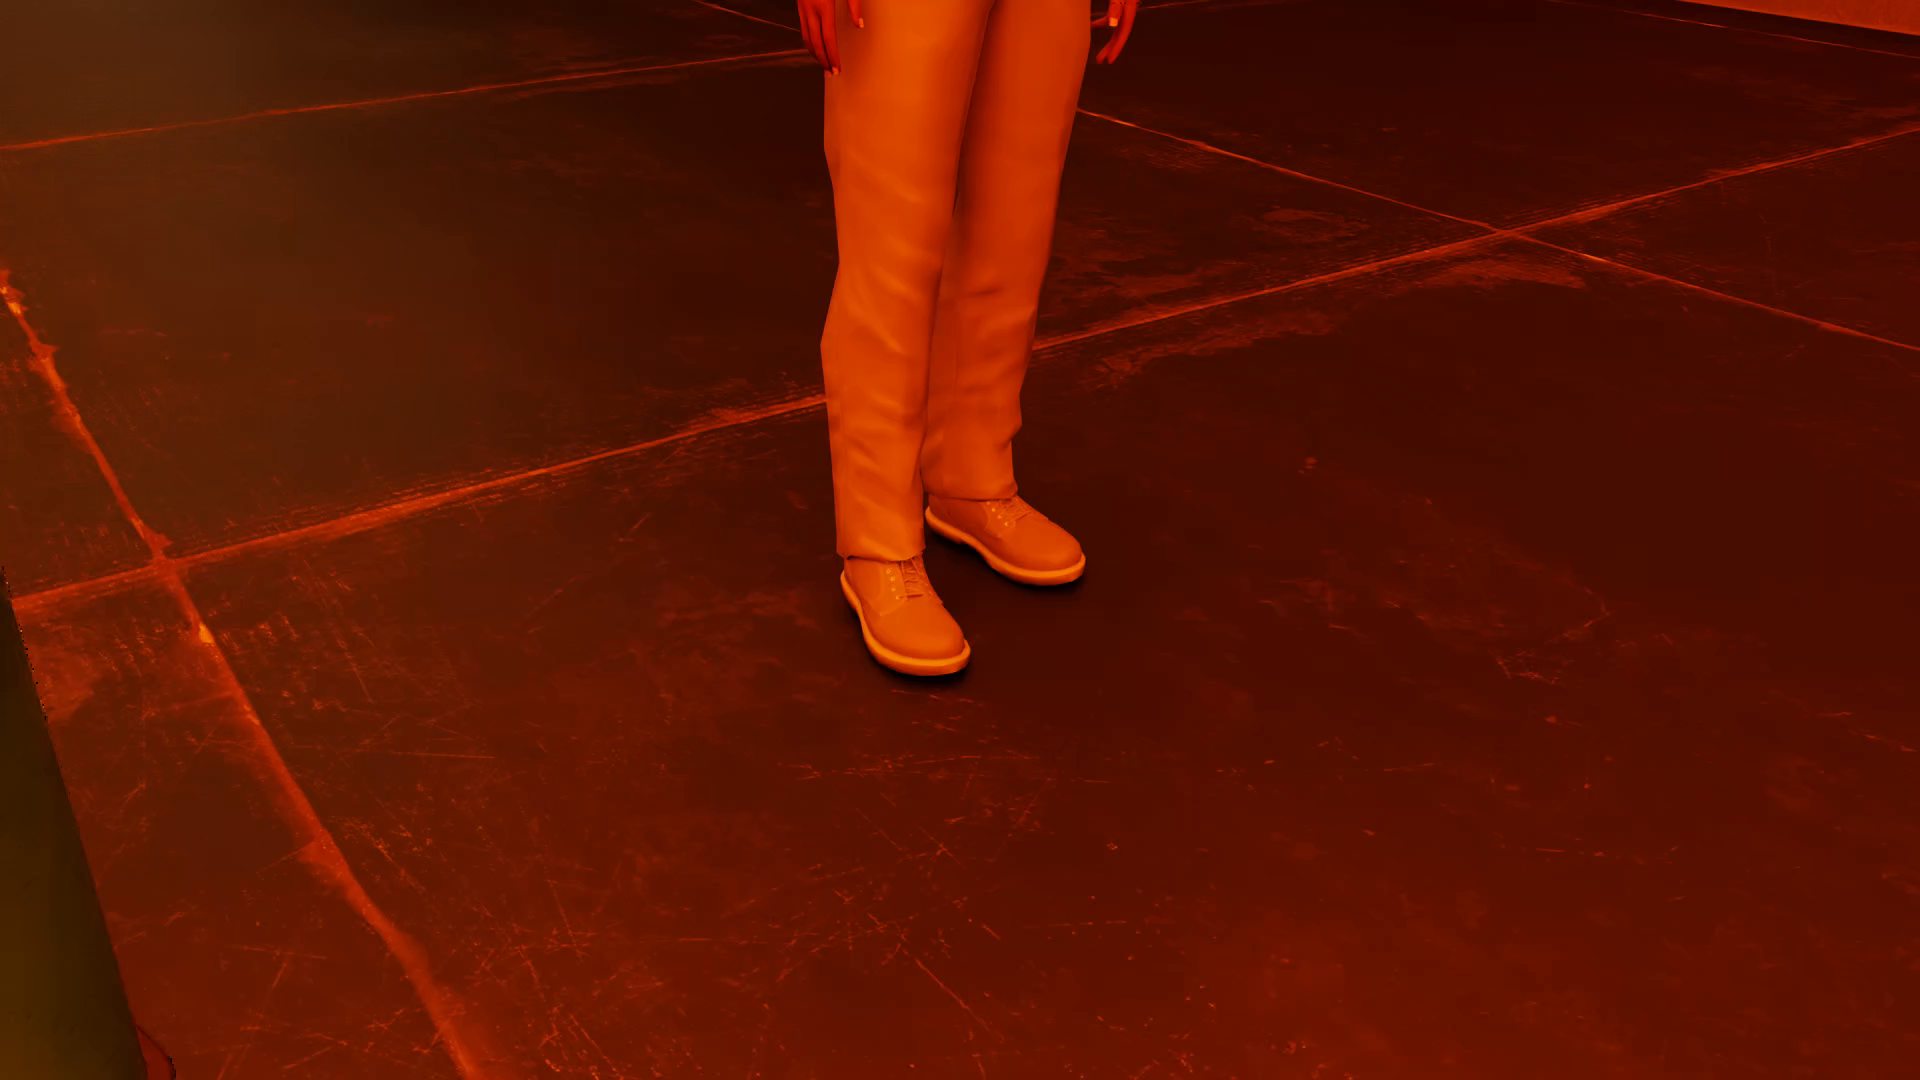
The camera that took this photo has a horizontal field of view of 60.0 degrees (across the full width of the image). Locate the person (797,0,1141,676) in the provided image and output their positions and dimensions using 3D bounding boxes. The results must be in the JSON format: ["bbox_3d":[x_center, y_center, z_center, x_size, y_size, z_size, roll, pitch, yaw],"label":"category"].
[{"bbox_3d":[0.027,-0.732,2.052,0.570,1.697,0.528,-17,31,-31],"label":"person"}]
